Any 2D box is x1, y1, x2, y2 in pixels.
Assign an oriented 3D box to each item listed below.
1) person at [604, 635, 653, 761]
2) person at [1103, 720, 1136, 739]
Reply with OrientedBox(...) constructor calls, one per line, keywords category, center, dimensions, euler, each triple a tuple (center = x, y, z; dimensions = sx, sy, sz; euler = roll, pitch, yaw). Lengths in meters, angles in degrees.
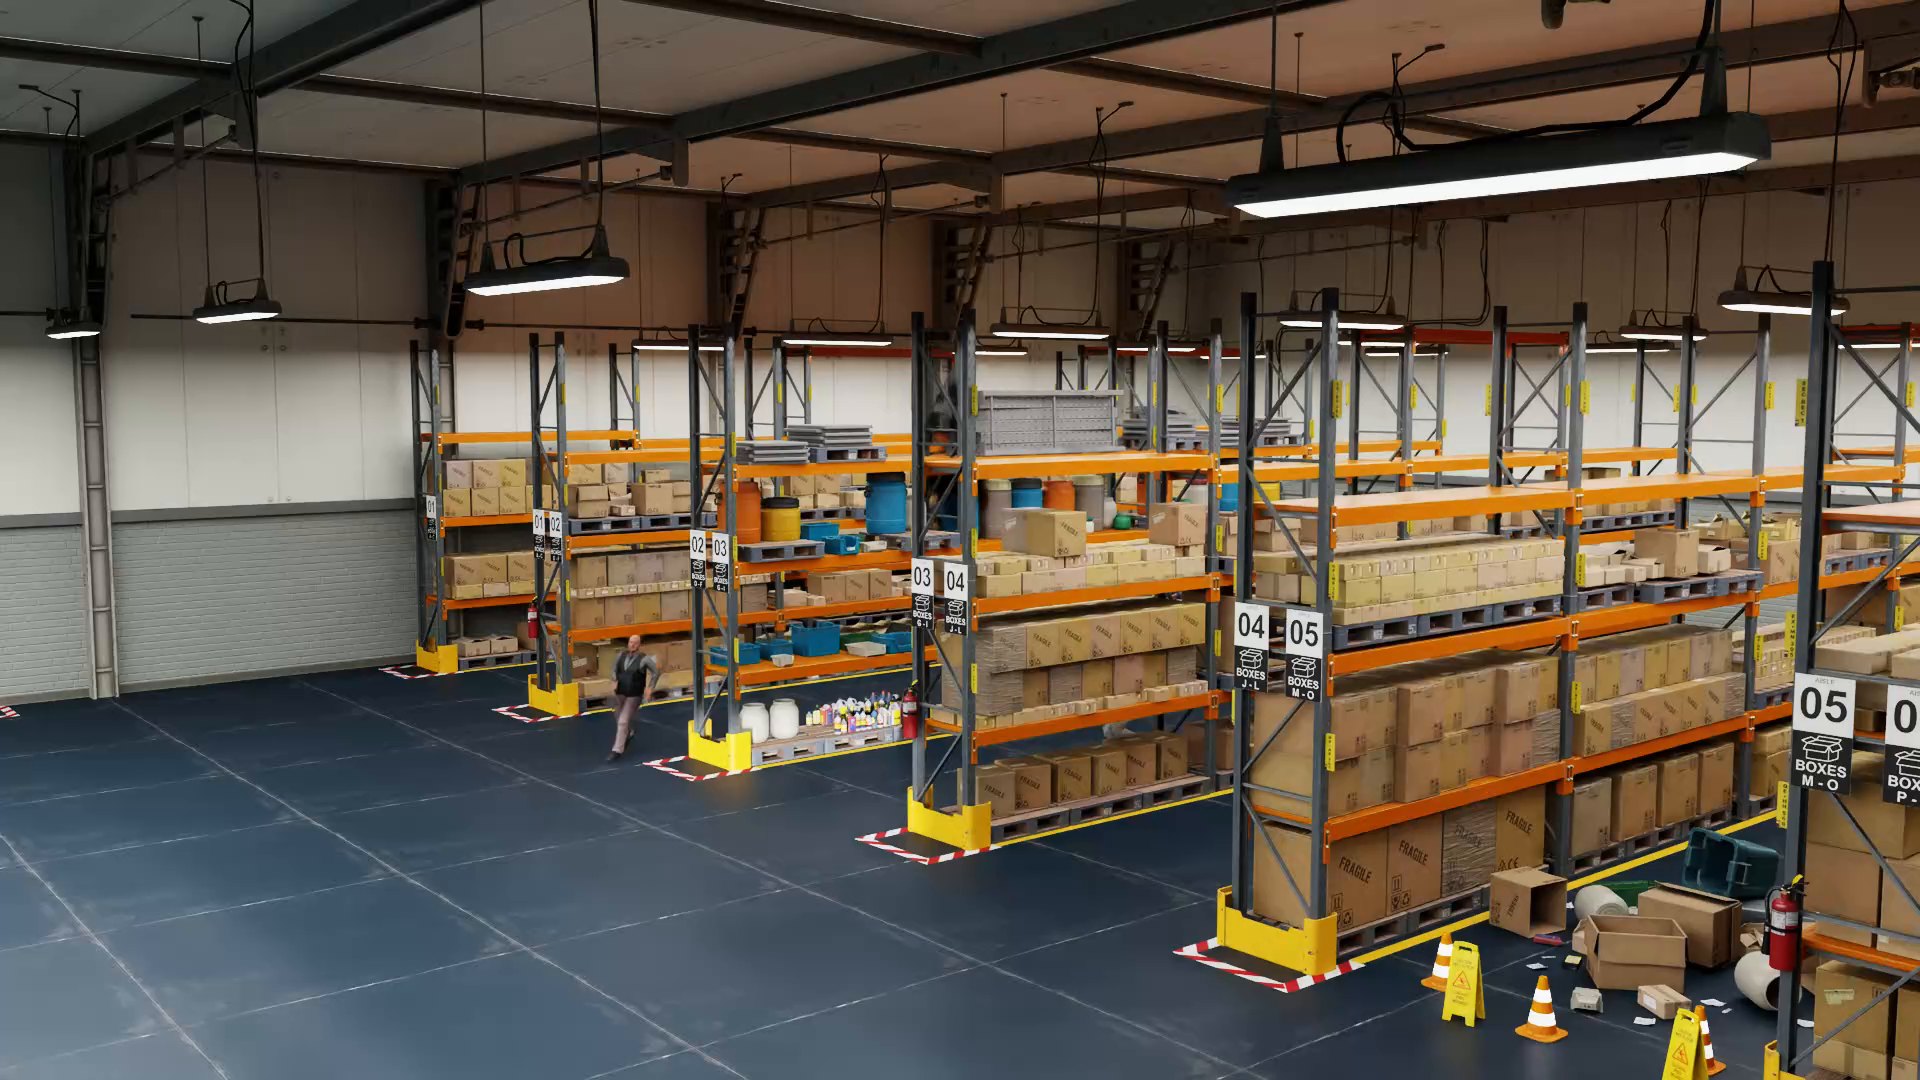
OrientedBox(category="person", center=(-4.577, 2.168, 23.134), dimensions=(0.696, 1.707, 0.879), euler=(2, 6, 19))
OrientedBox(category="person", center=(2.186, 2.330, 22.799), dimensions=(0.496, 1.346, 0.451), euler=(-5, 7, -44))
